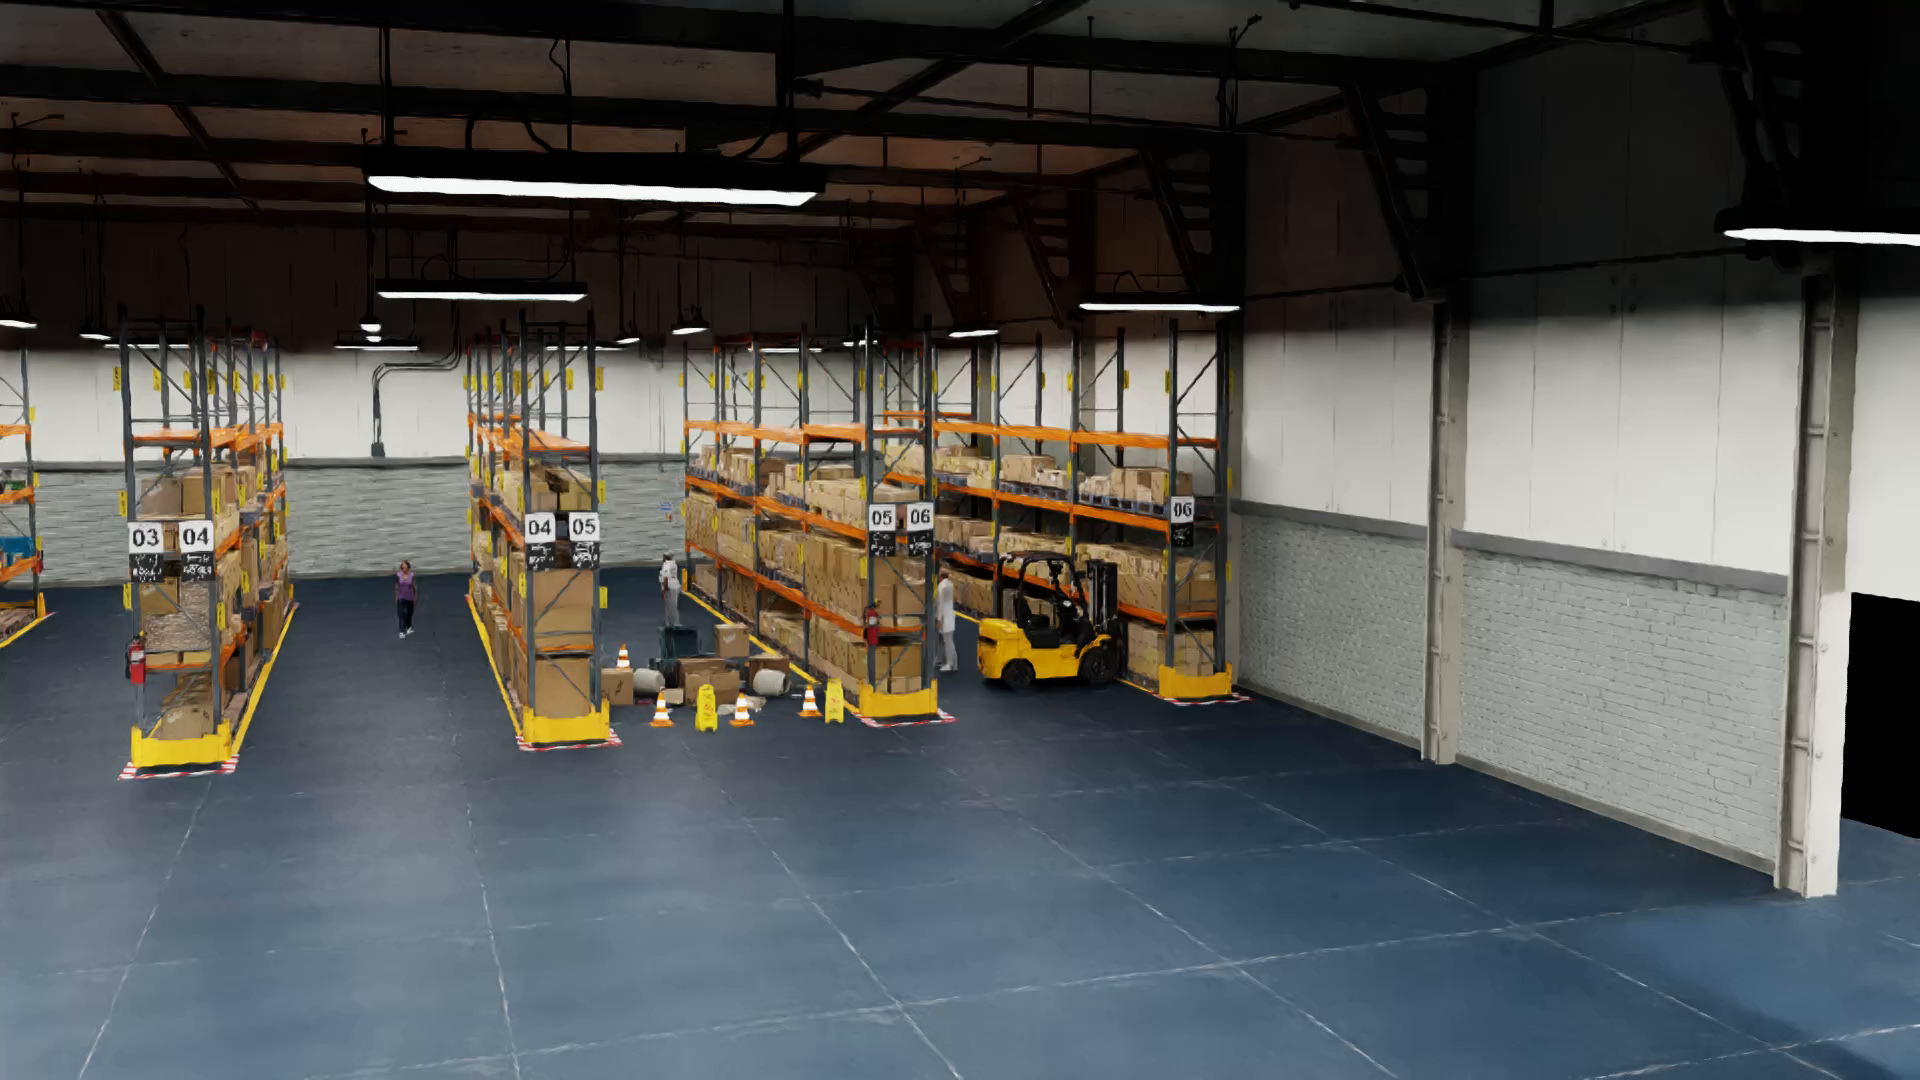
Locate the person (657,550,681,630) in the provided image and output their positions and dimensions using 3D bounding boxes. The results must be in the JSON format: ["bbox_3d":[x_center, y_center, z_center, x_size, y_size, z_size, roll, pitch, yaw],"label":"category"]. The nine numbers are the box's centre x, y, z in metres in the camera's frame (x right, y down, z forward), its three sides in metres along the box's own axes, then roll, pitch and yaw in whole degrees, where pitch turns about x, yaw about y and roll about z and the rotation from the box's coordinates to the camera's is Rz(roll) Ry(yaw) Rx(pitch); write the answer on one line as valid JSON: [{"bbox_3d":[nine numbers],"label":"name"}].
[{"bbox_3d":[-5.827,1.013,33.251,0.565,1.657,0.577,1,5,5],"label":"person"}]

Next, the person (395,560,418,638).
[{"bbox_3d":[-10.871,1.131,32.675,0.416,1.512,1.039,-2,6,-21],"label":"person"}]

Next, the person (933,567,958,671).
[{"bbox_3d":[-0.311,1.356,28.937,0.636,1.775,0.677,1,6,12],"label":"person"}]
